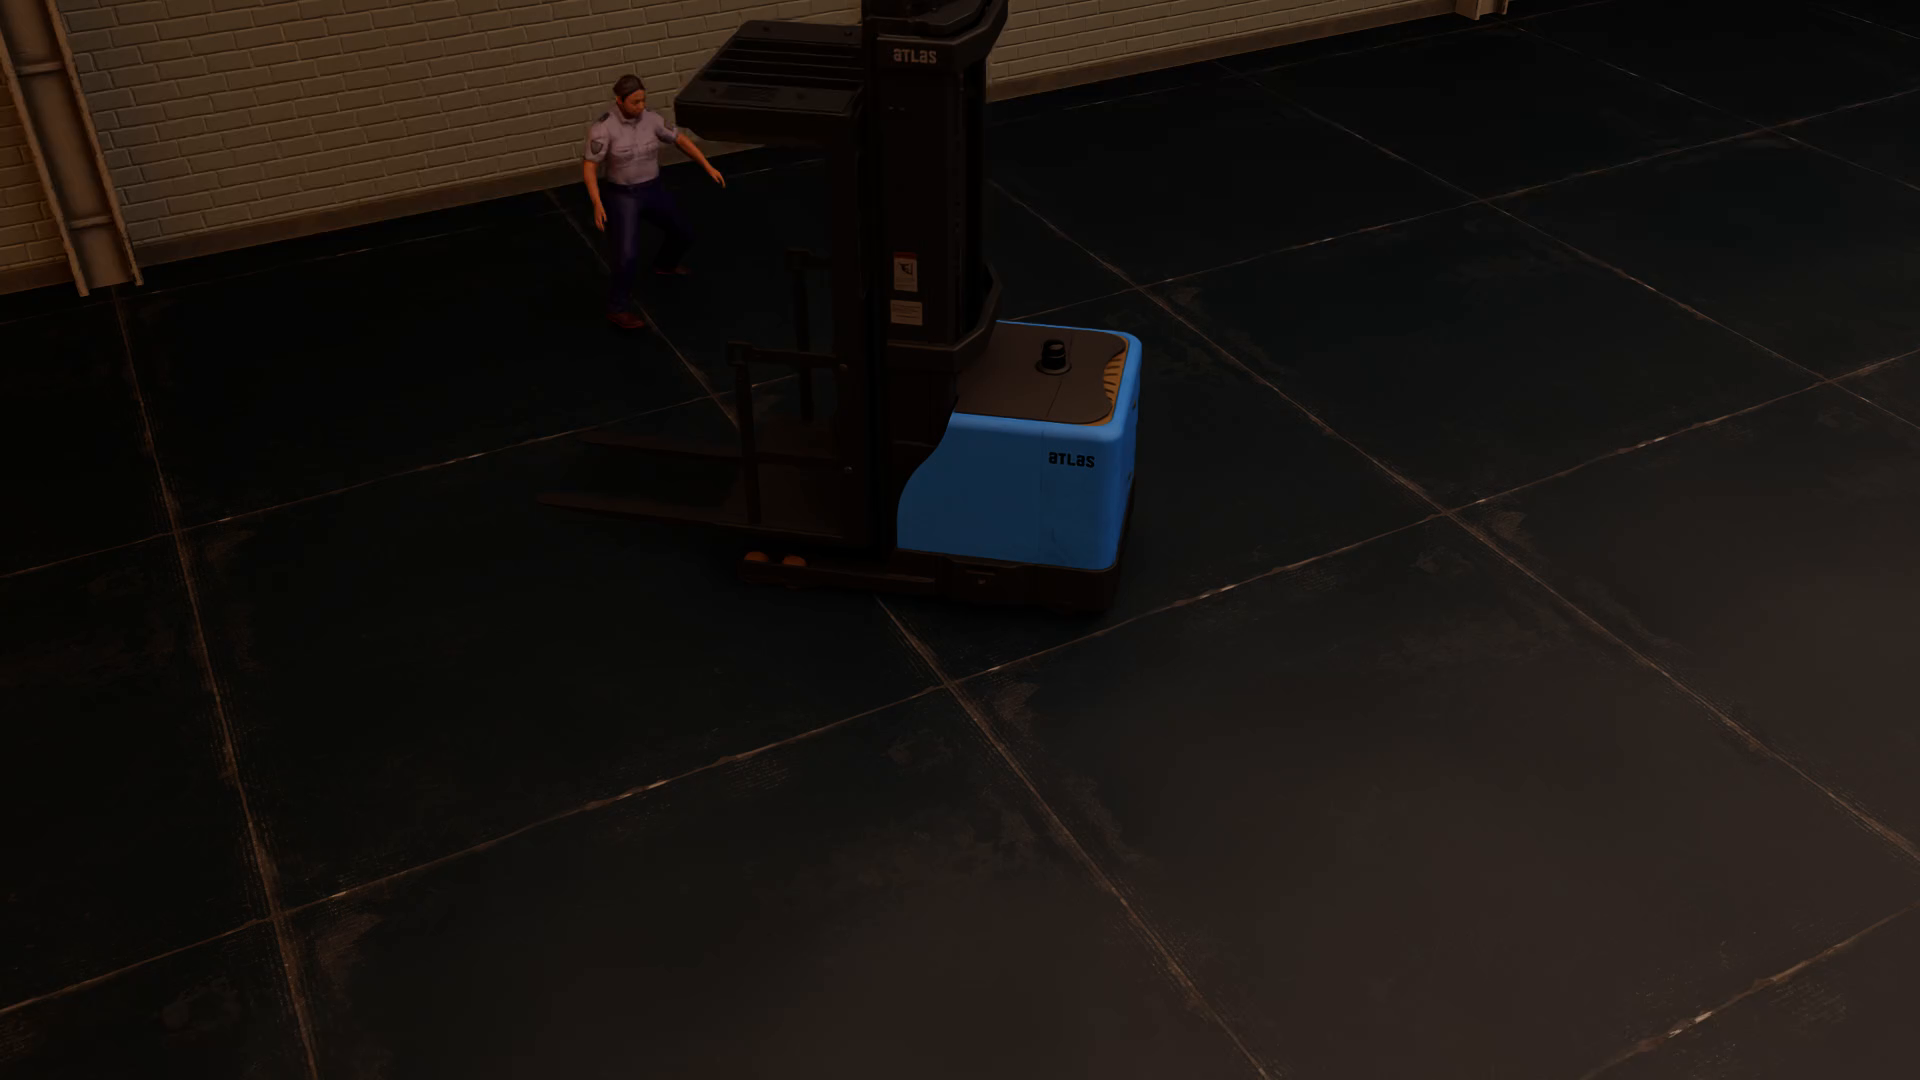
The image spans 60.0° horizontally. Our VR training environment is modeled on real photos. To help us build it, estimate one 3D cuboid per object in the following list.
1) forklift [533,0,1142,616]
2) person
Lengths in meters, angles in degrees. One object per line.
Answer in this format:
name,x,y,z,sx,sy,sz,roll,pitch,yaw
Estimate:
forklift,-0.653,-1.242,7.881,3.031,2.935,1.130,6,36,9
person,-1.979,-2.173,10.471,0.914,1.527,0.741,-27,43,-33
